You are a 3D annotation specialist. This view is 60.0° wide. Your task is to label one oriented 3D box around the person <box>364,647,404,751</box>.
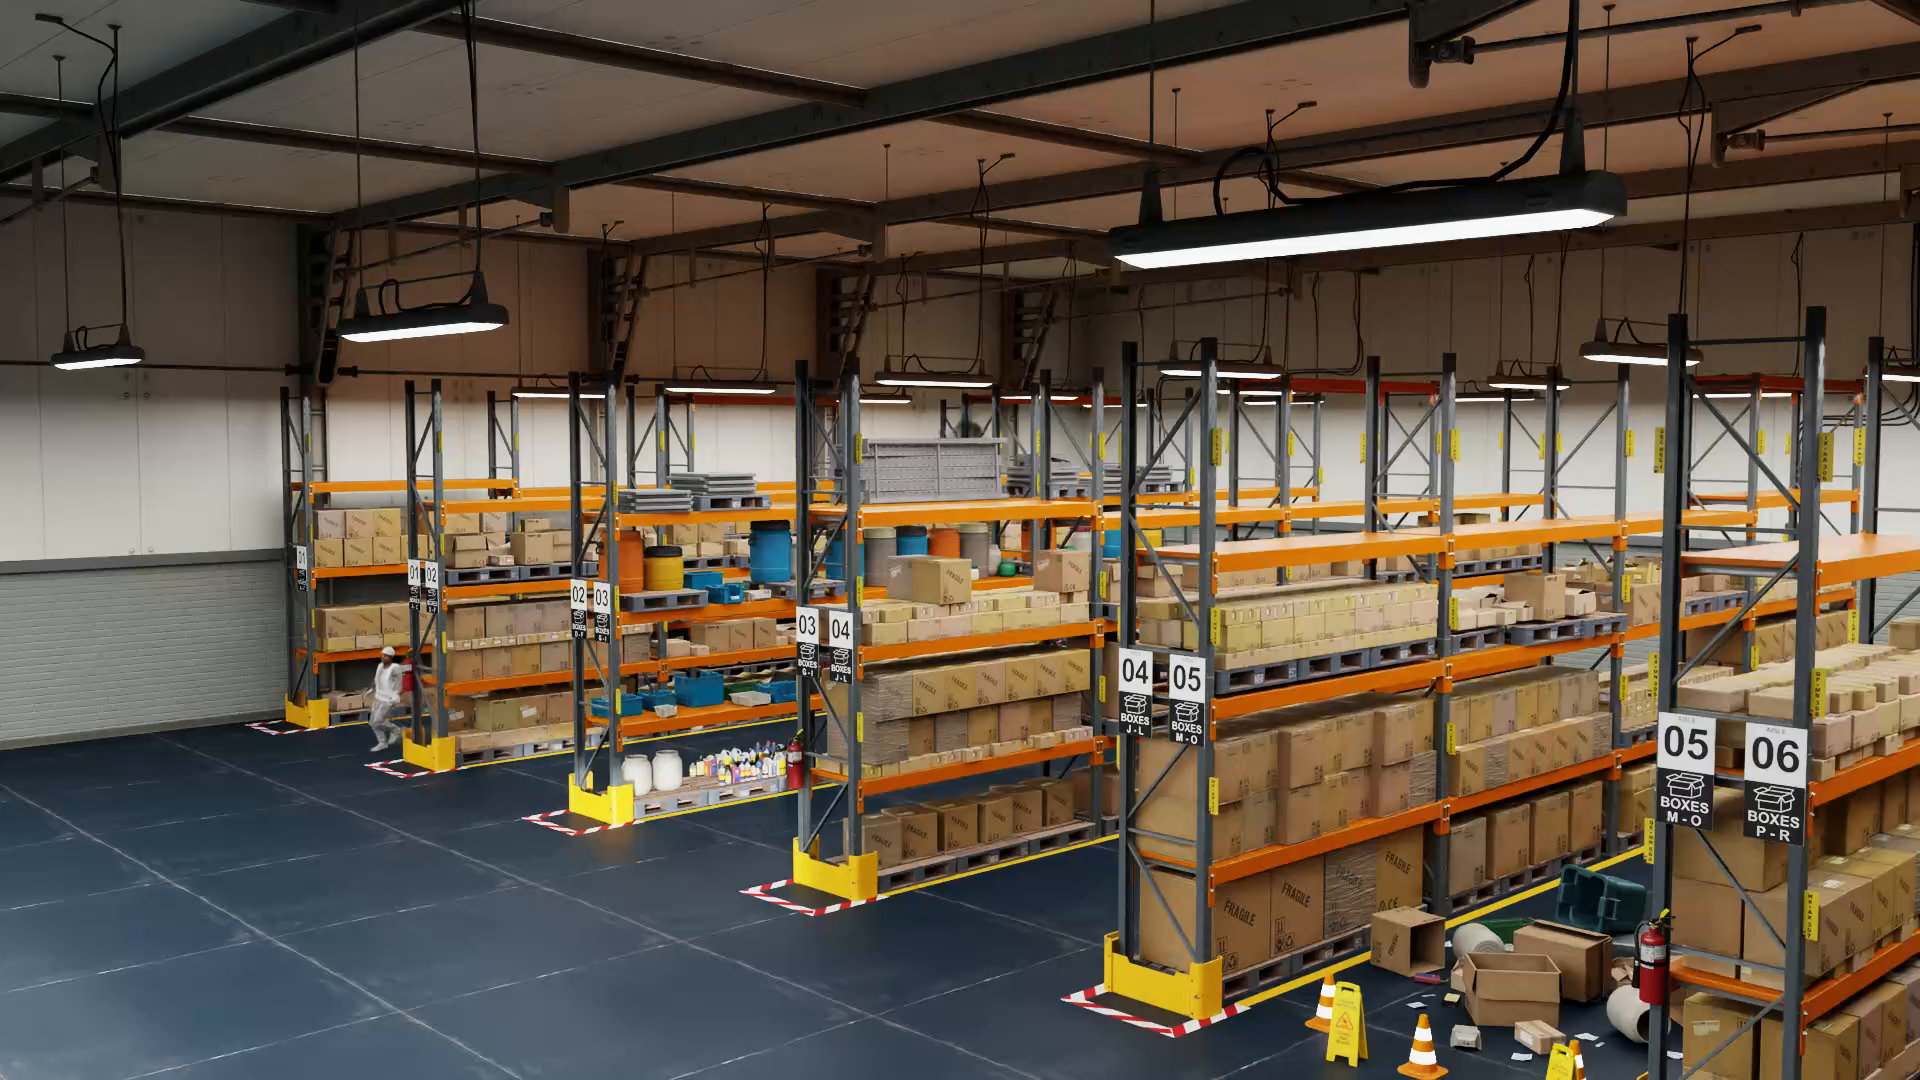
[{"bbox_3d":[-9.321,2.588,27.028,0.742,1.727,0.554,3,5,38],"label":"person"}]
